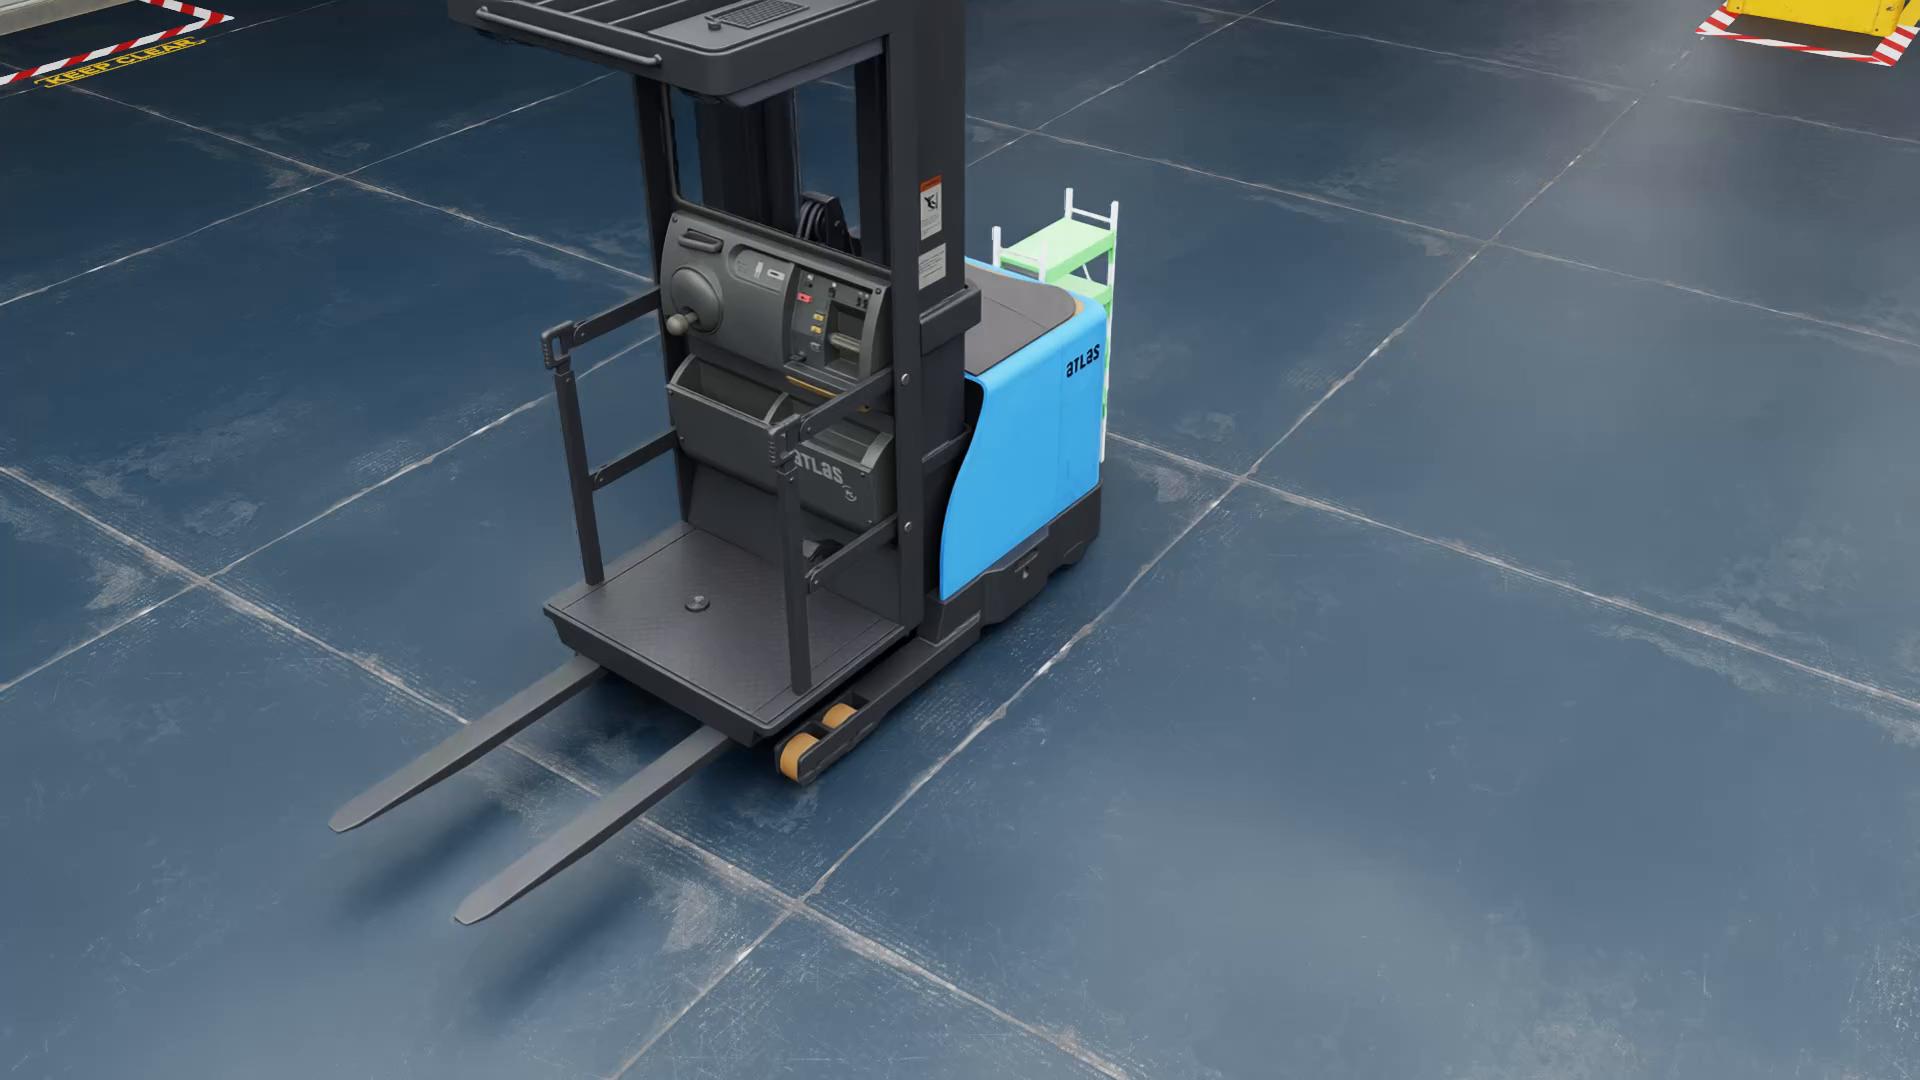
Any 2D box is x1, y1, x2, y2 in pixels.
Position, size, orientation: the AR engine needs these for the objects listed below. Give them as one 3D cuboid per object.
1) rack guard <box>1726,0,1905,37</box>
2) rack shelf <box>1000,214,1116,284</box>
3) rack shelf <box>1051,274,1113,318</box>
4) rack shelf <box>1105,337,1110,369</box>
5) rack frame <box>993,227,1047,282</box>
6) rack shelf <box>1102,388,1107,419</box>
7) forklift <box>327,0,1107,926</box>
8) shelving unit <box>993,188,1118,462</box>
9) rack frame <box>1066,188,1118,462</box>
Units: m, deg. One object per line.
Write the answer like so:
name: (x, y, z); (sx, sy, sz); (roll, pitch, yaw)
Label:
rack guard: (6.433, -4.156, 12.449); (1.175, 0.500, 0.348); (21, 39, 28)
rack shelf: (0.378, -1.116, 6.586); (0.258, 0.148, 0.480); (24, 41, 31)
rack shelf: (0.378, -0.917, 6.721); (0.258, 0.148, 0.480); (24, 41, 31)
rack shelf: (0.378, -0.718, 6.855); (0.258, 0.148, 0.480); (24, 41, 31)
rack frame: (0.229, -0.663, 6.660); (0.240, 1.200, 0.015); (24, 41, 31)
rack shelf: (0.378, -0.519, 6.989); (0.258, 0.148, 0.480); (24, 41, 31)
forklift: (-0.740, -0.717, 5.194); (1.130, 2.935, 3.031); (24, 41, 31)
shelving unit: (0.378, -0.771, 6.819); (0.258, 1.200, 0.503); (24, 41, 31)
rack frame: (0.528, -0.879, 6.979); (0.240, 1.200, 0.015); (24, 41, 31)
